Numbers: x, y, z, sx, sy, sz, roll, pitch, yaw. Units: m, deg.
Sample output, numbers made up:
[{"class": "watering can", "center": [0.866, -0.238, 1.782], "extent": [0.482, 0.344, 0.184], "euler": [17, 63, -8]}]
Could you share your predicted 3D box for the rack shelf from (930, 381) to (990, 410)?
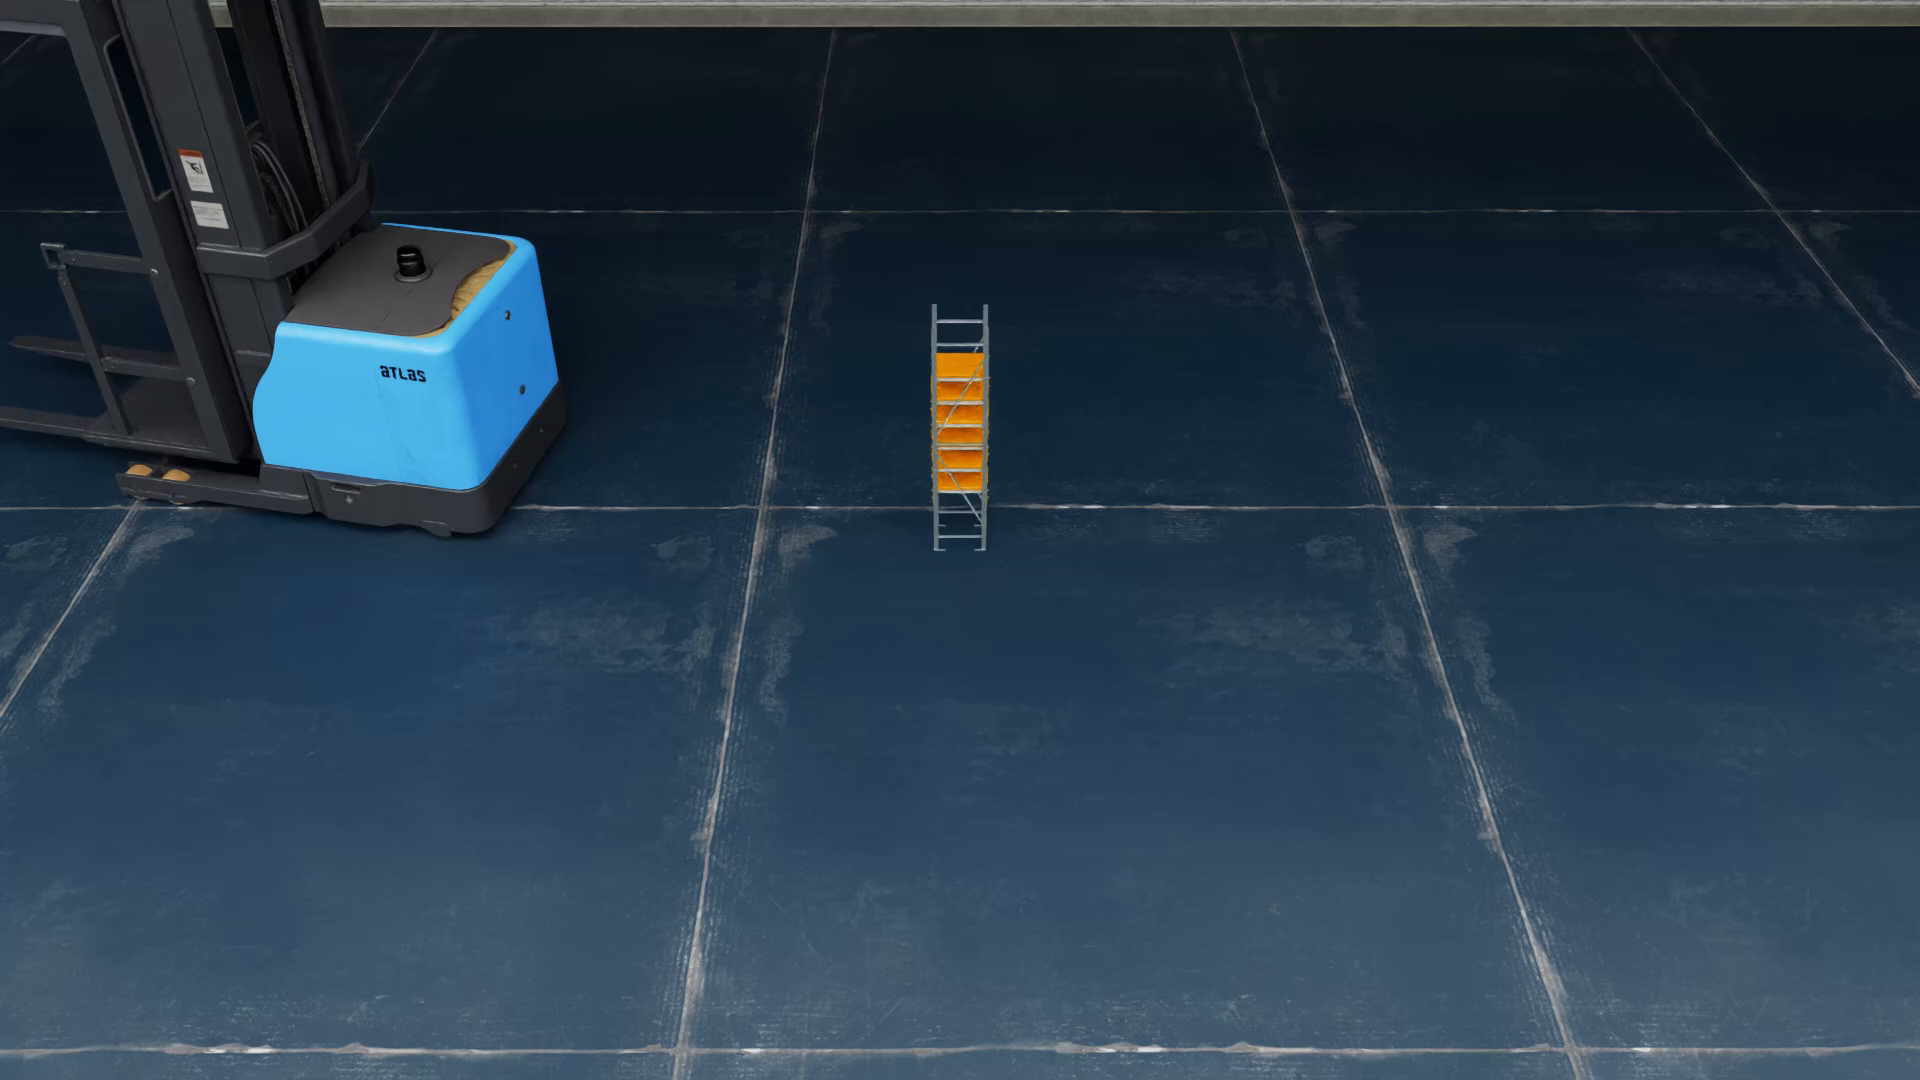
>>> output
[{"class": "rack shelf", "center": [0.000, -0.630, 7.264], "extent": [0.258, 0.103, 0.180], "euler": [0, 39, 0]}]

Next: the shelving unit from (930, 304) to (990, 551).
[{"class": "shelving unit", "center": [0.000, -0.477, 7.386], "extent": [0.258, 1.200, 0.189], "euler": [0, 39, 0]}]

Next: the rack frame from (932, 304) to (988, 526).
[{"class": "rack frame", "center": [0.000, -0.534, 7.457], "extent": [0.240, 1.200, 0.006], "euler": [0, 39, 0]}]

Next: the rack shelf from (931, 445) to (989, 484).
[{"class": "rack shelf", "center": [0.000, -0.349, 7.489], "extent": [0.258, 0.103, 0.180], "euler": [0, 39, 0]}]

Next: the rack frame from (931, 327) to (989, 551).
[{"class": "rack frame", "center": [0.000, -0.420, 7.315], "extent": [0.240, 1.200, 0.006], "euler": [0, 39, 0]}]

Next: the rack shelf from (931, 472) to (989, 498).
[{"class": "rack shelf", "center": [0.000, -0.255, 7.564], "extent": [0.258, 0.103, 0.180], "euler": [0, 39, 0]}]

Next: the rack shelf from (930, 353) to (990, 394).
[{"class": "rack shelf", "center": [0.000, -0.724, 7.189], "extent": [0.258, 0.103, 0.180], "euler": [0, 39, 0]}]

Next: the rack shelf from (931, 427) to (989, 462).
[{"class": "rack shelf", "center": [0.000, -0.443, 7.414], "extent": [0.258, 0.103, 0.180], "euler": [0, 39, 0]}]

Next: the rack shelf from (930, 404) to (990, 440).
[{"class": "rack shelf", "center": [0.000, -0.536, 7.339], "extent": [0.258, 0.103, 0.180], "euler": [0, 39, 0]}]

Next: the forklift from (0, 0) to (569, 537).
[{"class": "forklift", "center": [-3.547, -1.627, 7.437], "extent": [3.031, 2.935, 1.130], "euler": [8, 39, 10]}]
